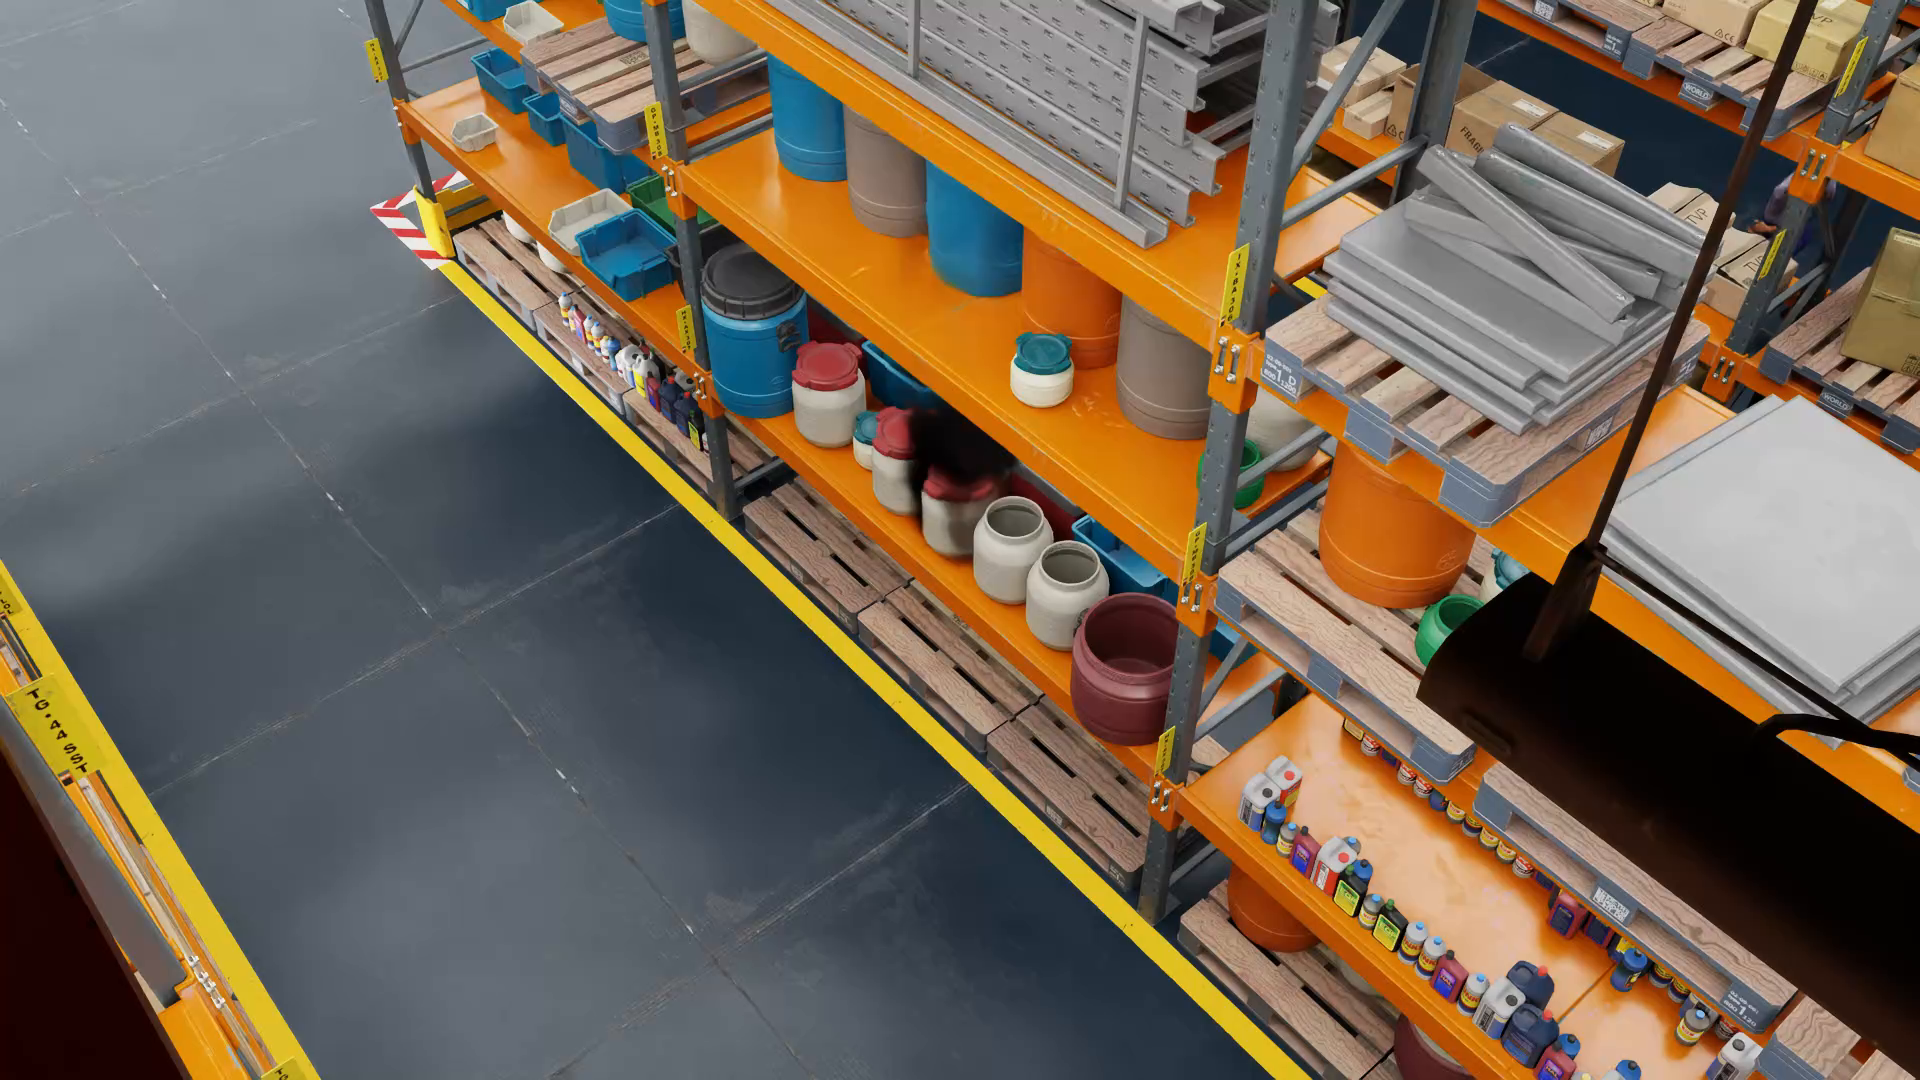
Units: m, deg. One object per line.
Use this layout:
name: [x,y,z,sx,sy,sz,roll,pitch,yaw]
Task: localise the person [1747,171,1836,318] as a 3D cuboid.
person: [5.944,-2.148,11.933,0.599,1.612,0.616,36,56,29]
